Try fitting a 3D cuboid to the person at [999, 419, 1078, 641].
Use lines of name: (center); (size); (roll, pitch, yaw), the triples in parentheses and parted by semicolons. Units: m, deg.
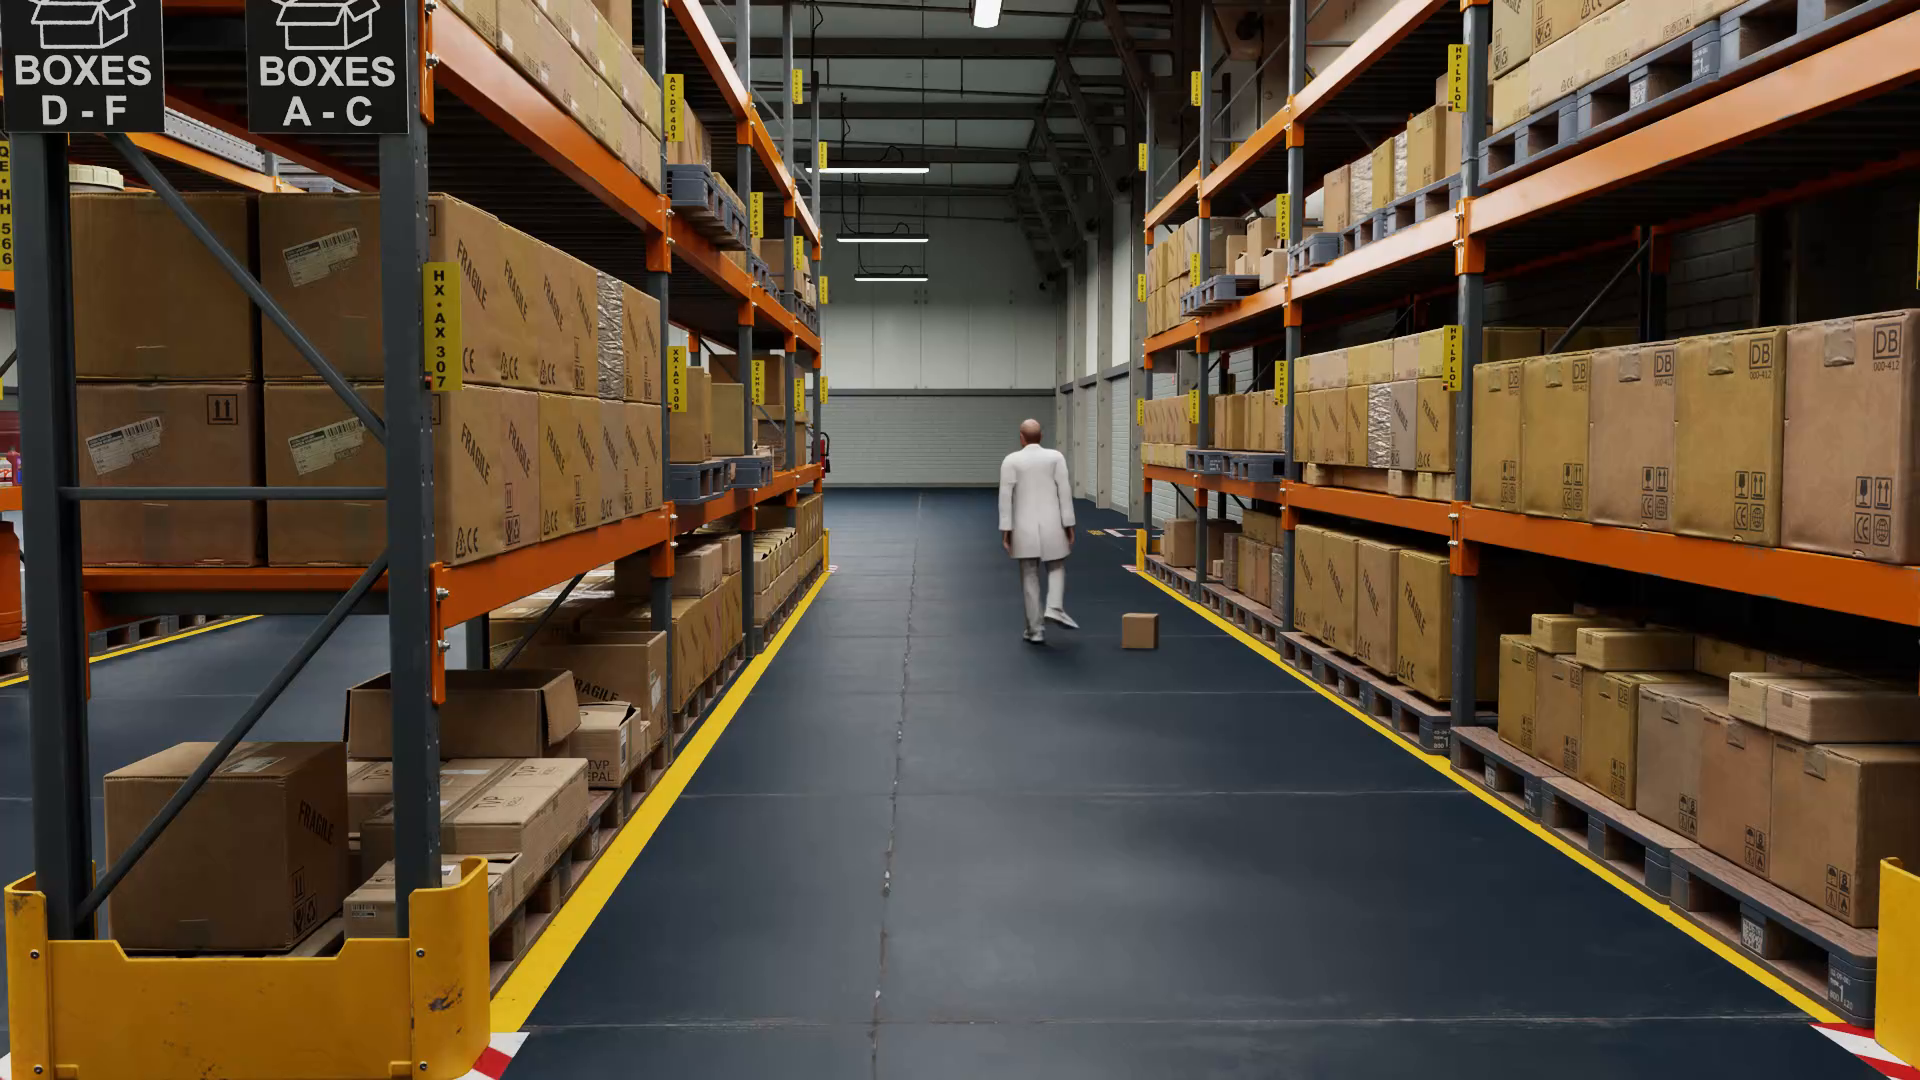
person: (0.624, -0.076, 13.269); (0.628, 1.772, 0.578); (0, 4, -3)
